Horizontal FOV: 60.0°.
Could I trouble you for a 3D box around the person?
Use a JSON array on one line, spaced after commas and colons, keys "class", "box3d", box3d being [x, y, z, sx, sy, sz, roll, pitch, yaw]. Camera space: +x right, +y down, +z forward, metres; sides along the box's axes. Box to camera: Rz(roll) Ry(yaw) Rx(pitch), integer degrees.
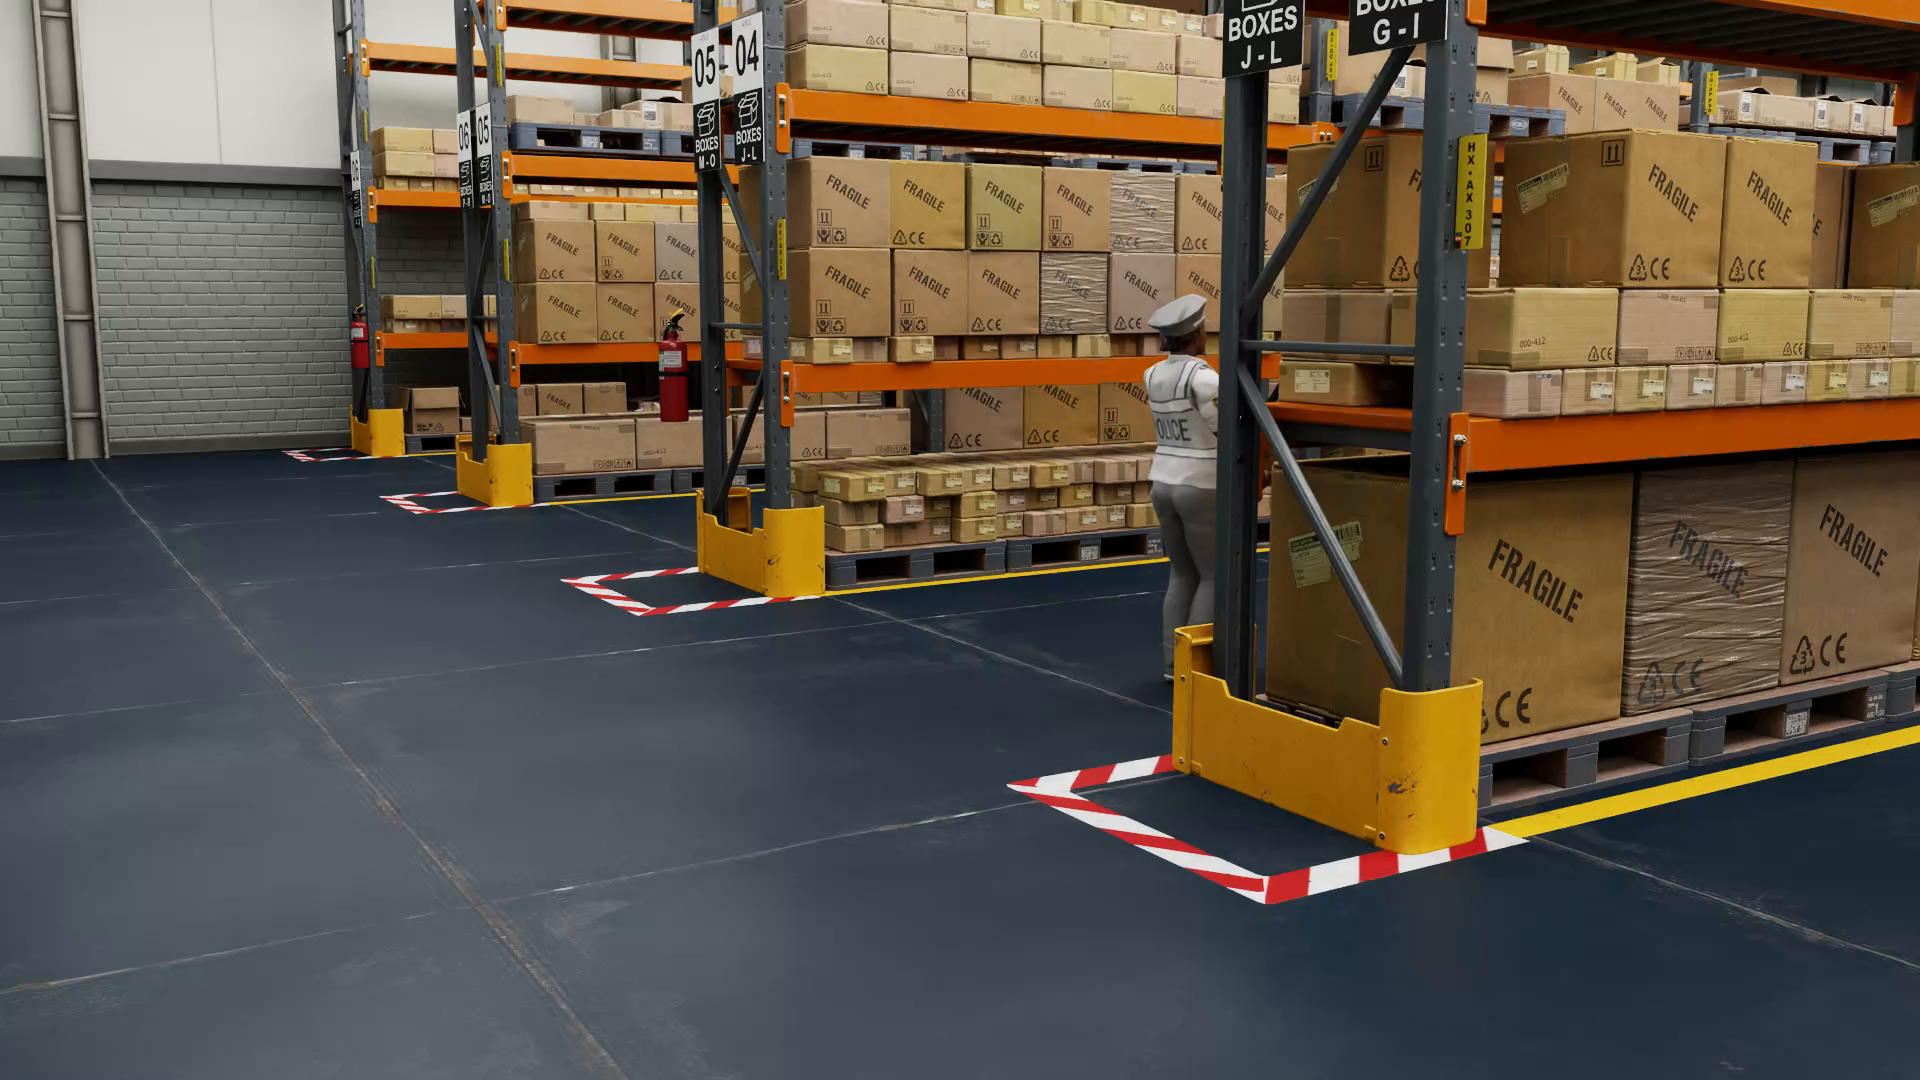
[{"class": "person", "box3d": [1.057, -0.206, 7.145, 0.538, 1.689, 0.449, -5, 10, -31]}]
